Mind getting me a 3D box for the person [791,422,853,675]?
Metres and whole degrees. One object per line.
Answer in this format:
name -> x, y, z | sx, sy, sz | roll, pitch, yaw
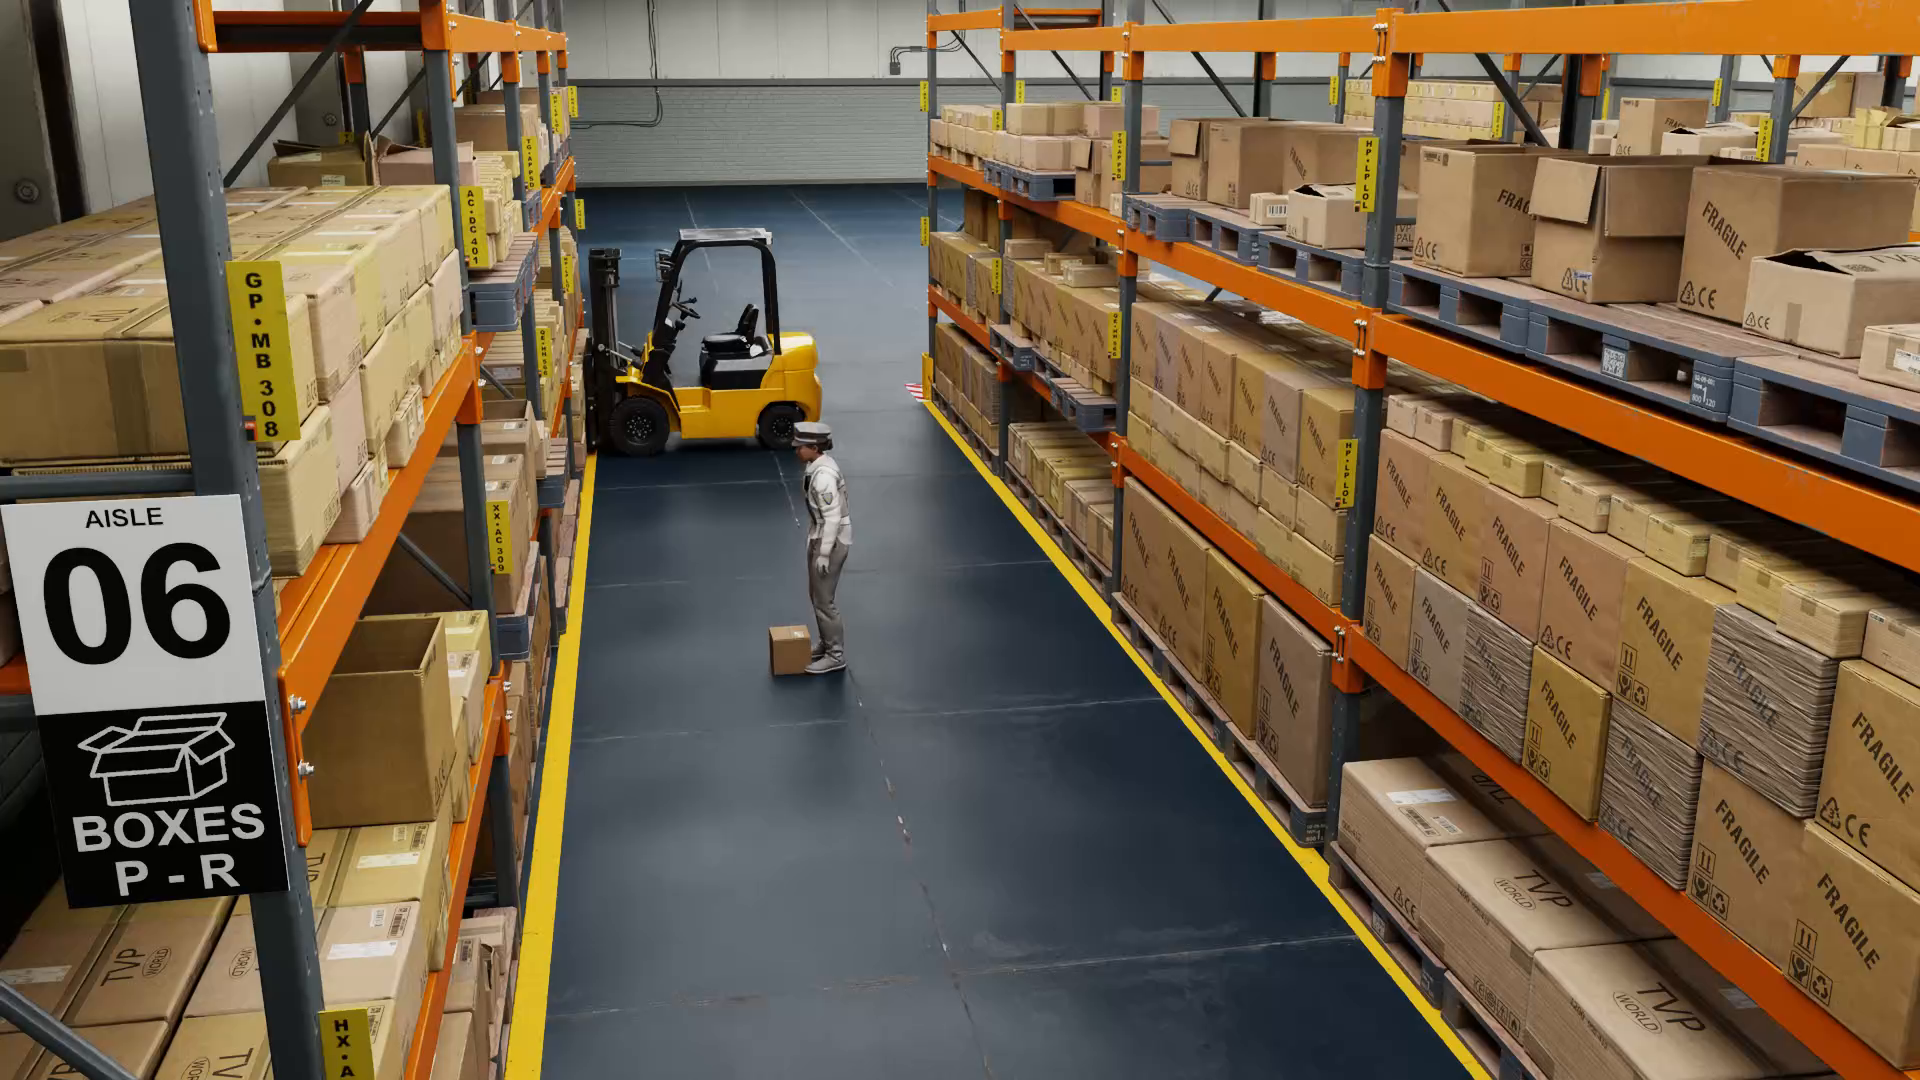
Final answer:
person -> -0.898, 0.040, 10.896 | 0.378, 1.663, 0.536 | -3, 17, -11
